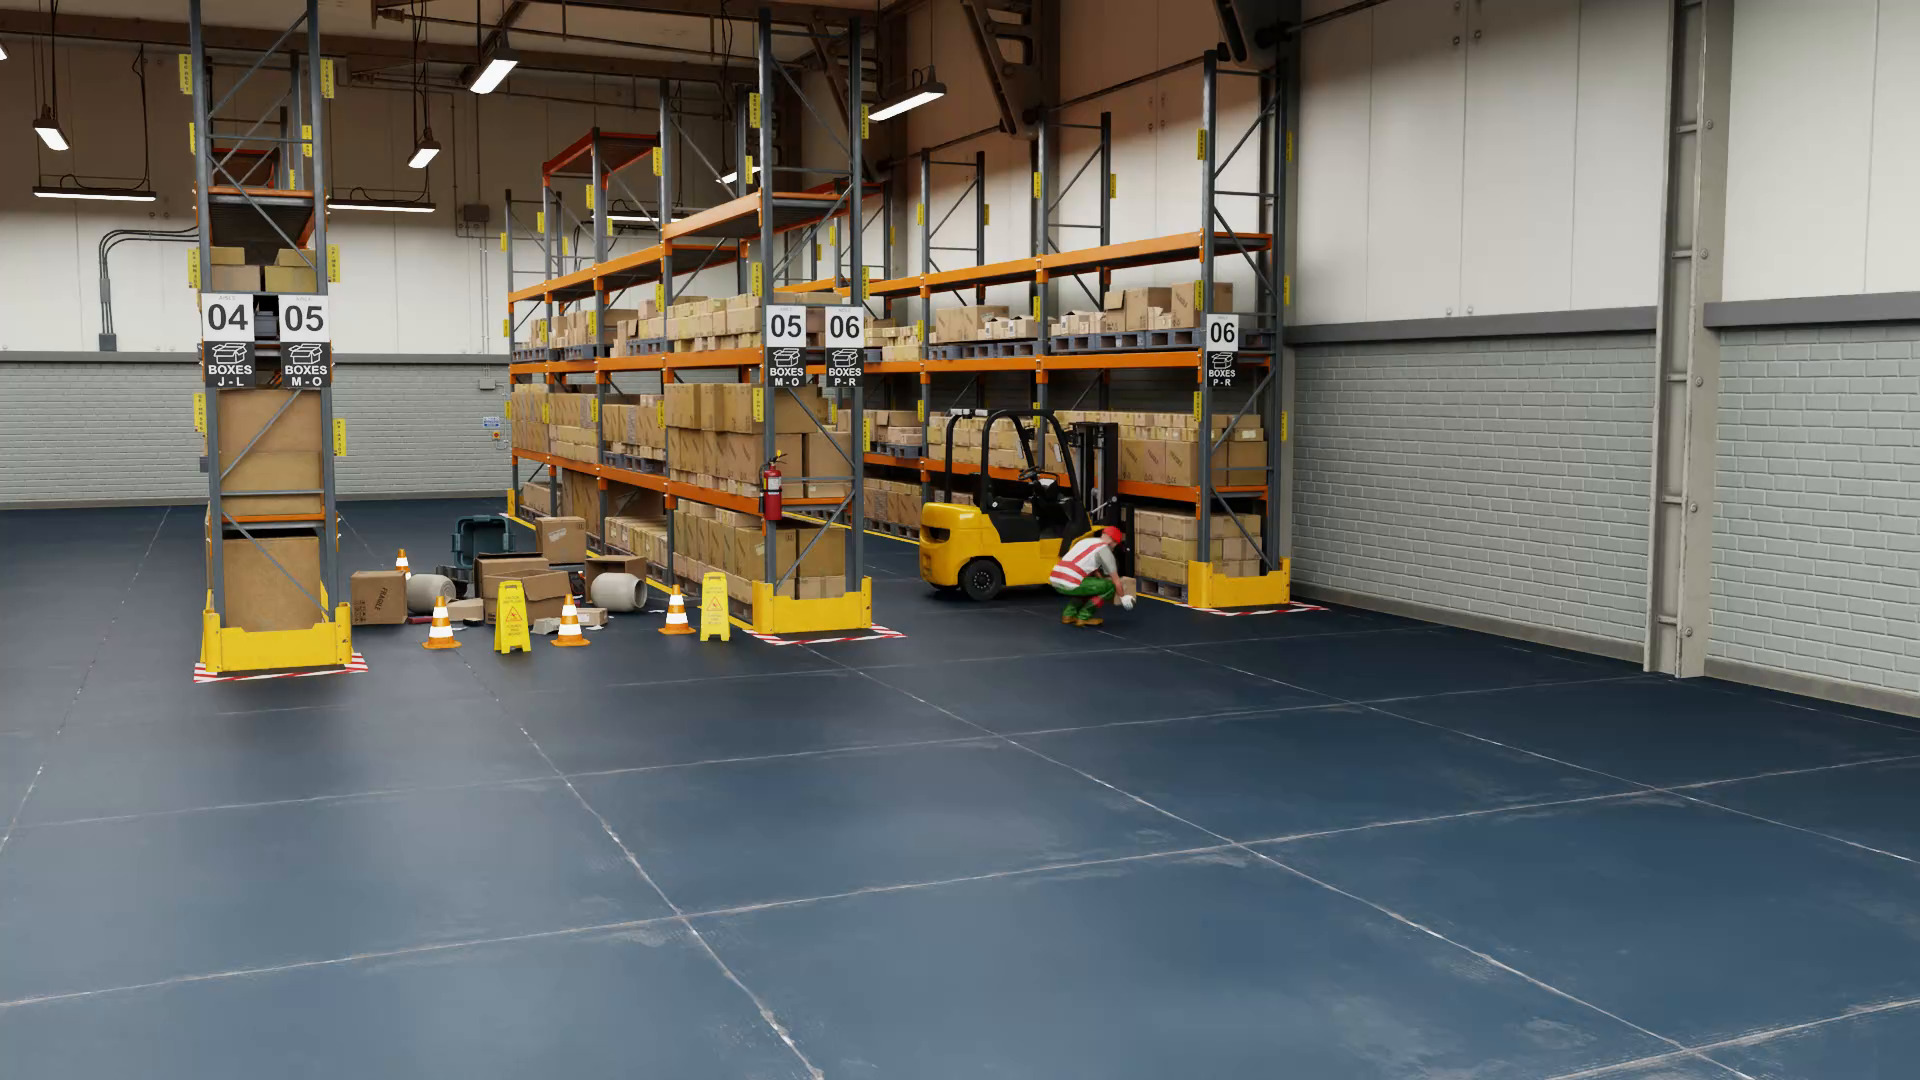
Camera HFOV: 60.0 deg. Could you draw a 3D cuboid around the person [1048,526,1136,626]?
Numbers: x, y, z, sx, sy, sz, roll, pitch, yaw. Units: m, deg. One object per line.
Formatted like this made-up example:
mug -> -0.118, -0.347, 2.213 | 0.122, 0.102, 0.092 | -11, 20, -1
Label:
person -> 1.329, 0.363, 17.014 | 0.875, 0.991, 0.565 | -2, 6, -24
